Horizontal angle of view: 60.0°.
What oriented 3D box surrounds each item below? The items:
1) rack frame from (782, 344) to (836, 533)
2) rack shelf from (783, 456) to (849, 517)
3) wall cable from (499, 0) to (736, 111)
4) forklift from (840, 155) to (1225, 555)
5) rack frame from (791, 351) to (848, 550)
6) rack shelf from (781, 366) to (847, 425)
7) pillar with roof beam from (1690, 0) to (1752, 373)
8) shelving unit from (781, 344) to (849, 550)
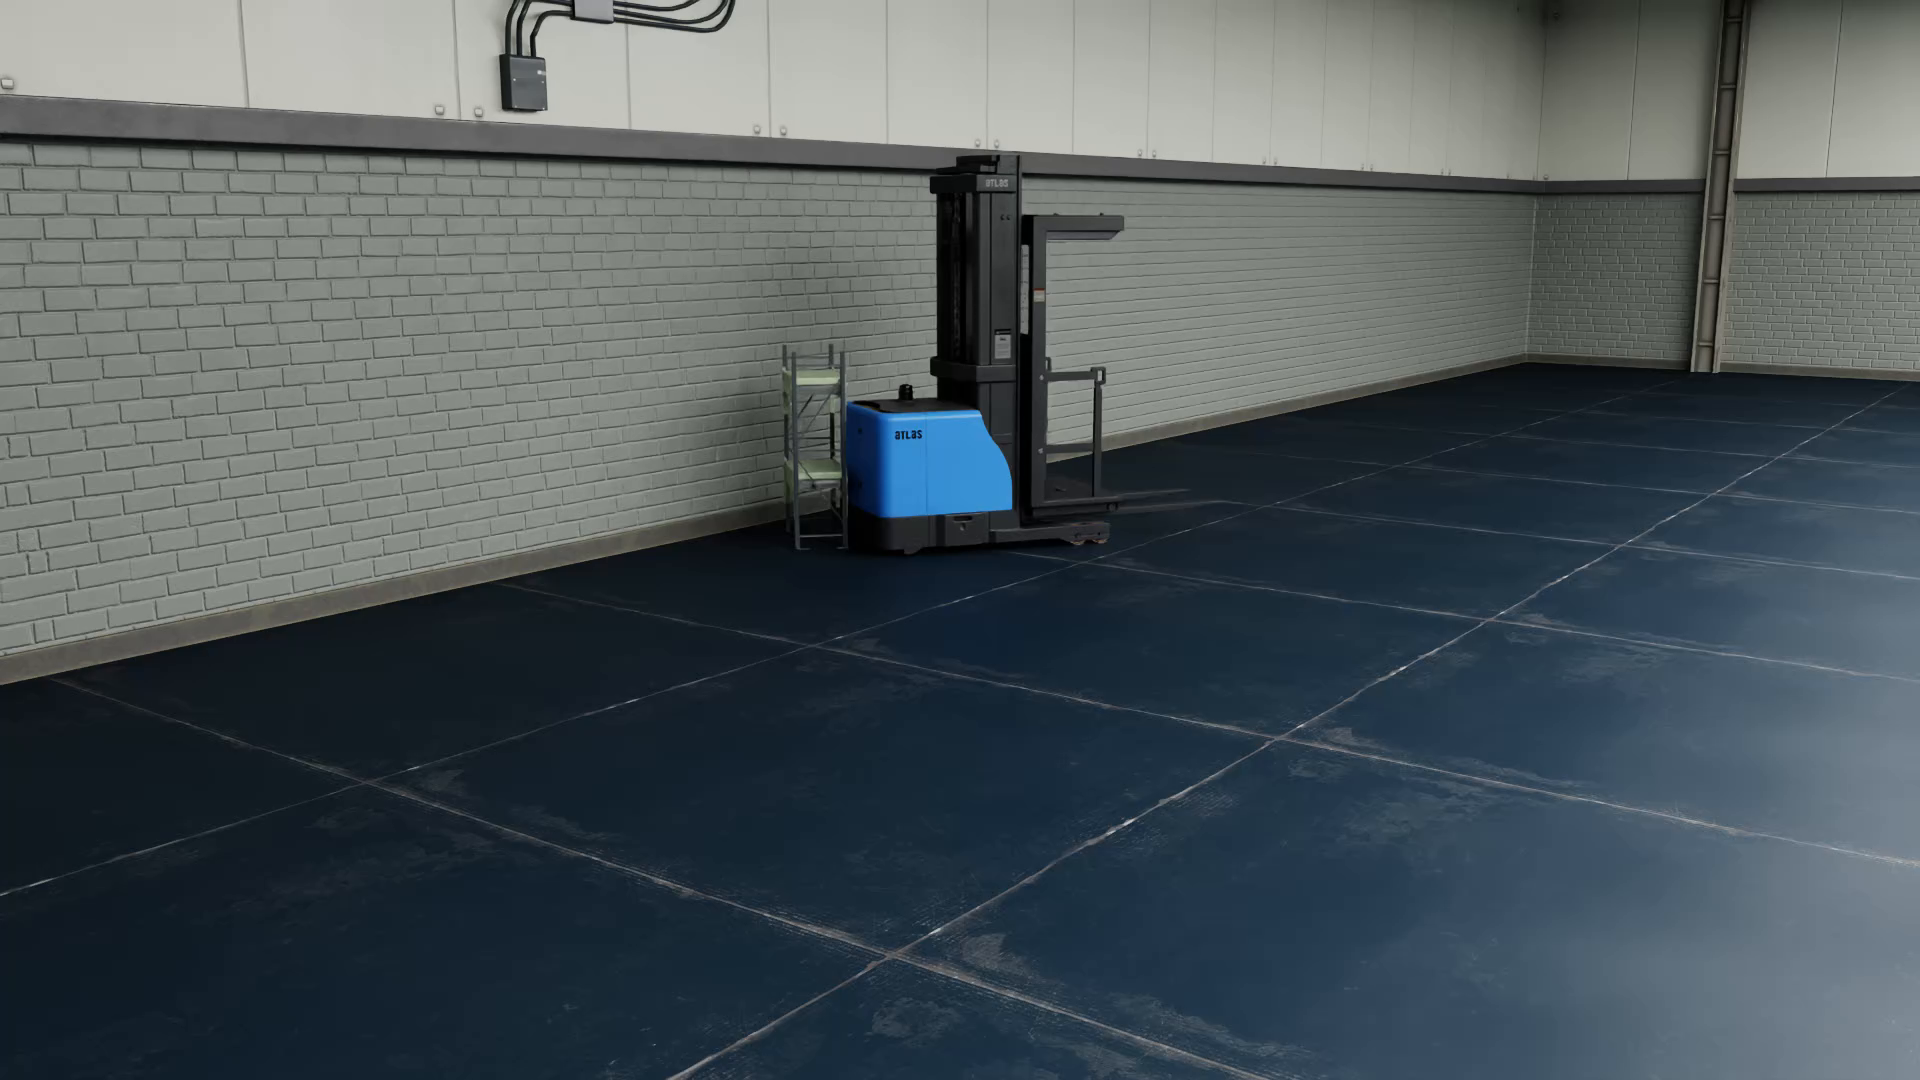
[{"bbox_3d":[-1.199,-0.804,13.239,0.400,1.500,0.023,-2,11,-11],"label":"rack frame"},{"bbox_3d":[-1.128,-0.416,12.948,0.431,0.370,0.720,-2,11,-11],"label":"rack shelf"},{"bbox_3d":[-2.349,-6.022,11.511,0.169,6.003,2.305,8,13,36],"label":"wall cable"},{"bbox_3d":[0.624,-1.487,12.998,3.031,2.935,1.130,-4,12,-22],"label":"forklift"},{"bbox_3d":[-1.057,-0.668,12.534,0.400,1.500,0.023,-2,11,-11],"label":"rack frame"},{"bbox_3d":[-1.128,-1.119,12.812,0.431,0.370,0.720,-2,11,-11],"label":"rack shelf"},{"bbox_3d":[9.707,-6.530,23.092,0.400,9.000,9.100,8,13,36],"label":"pillar with roof beam"},{"bbox_3d":[-1.128,-0.736,12.886,0.431,1.500,0.755,-2,11,-11],"label":"shelving unit"}]
